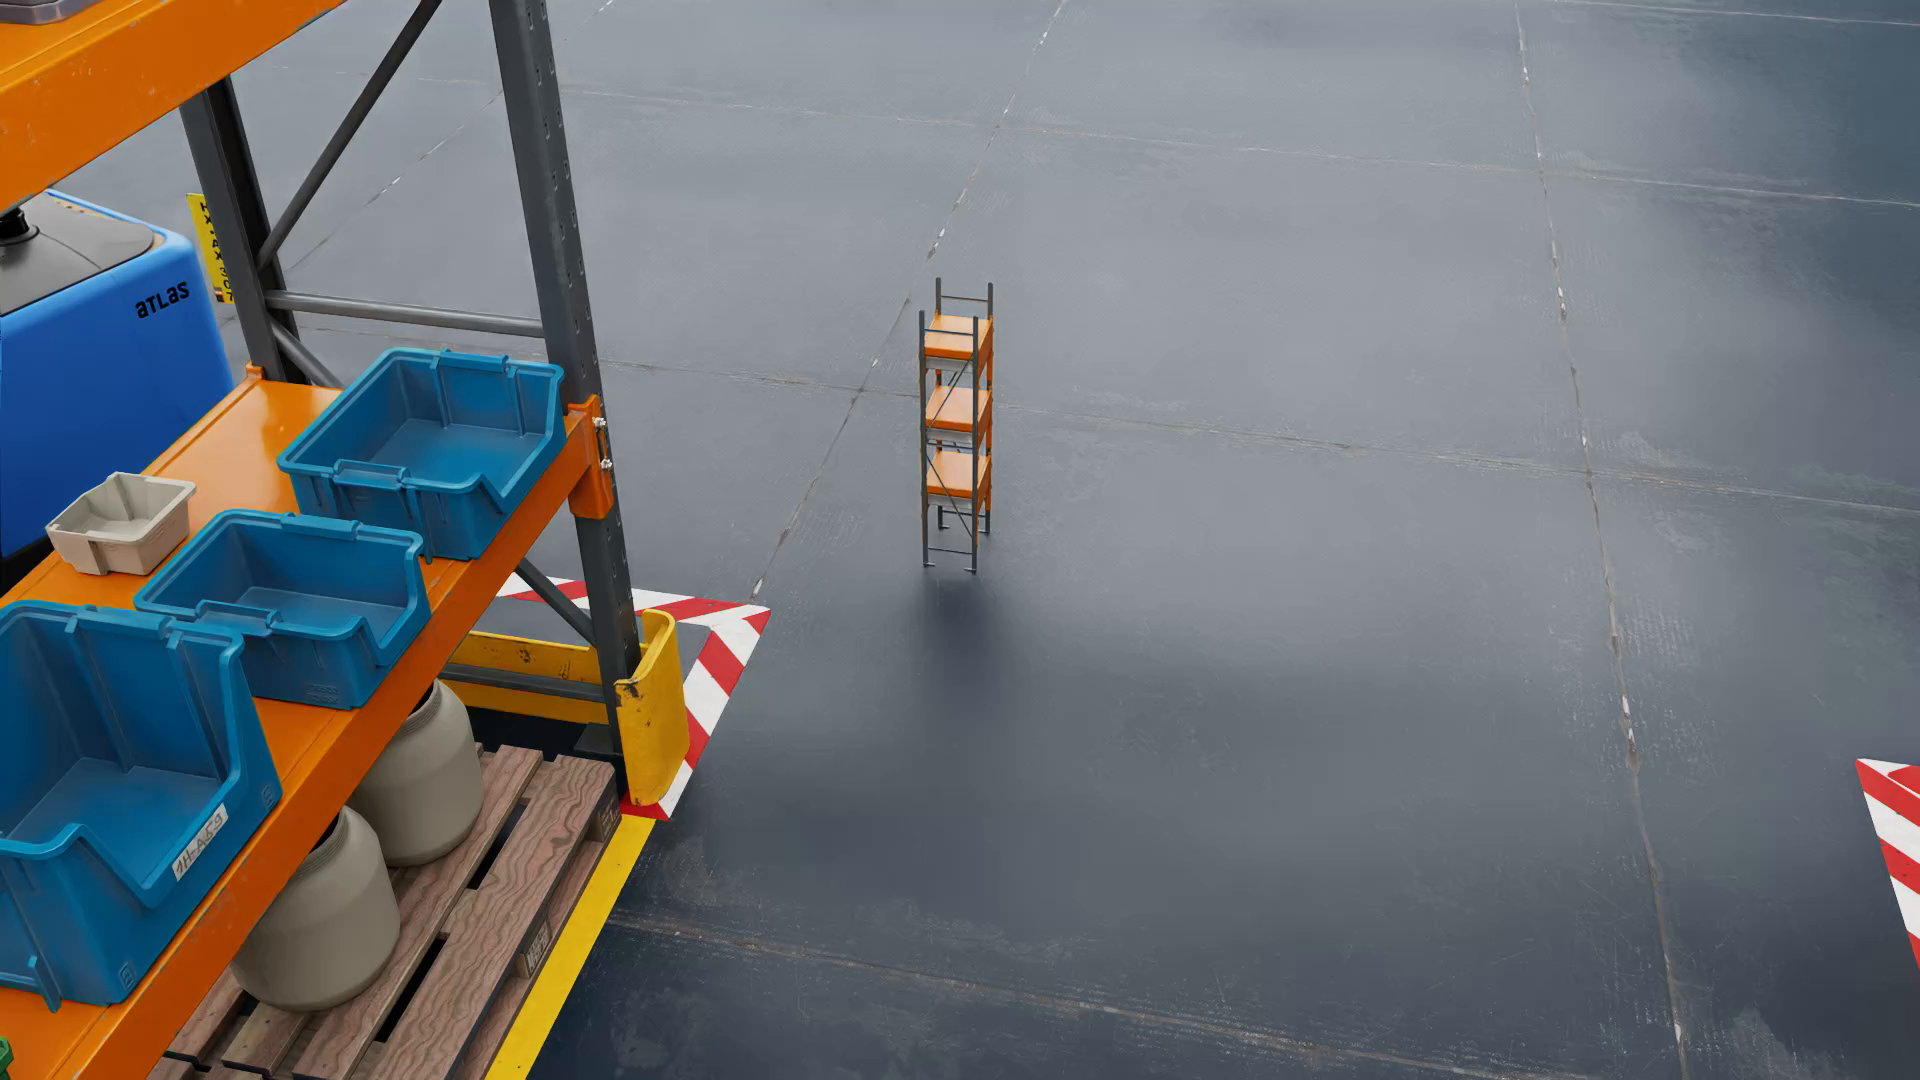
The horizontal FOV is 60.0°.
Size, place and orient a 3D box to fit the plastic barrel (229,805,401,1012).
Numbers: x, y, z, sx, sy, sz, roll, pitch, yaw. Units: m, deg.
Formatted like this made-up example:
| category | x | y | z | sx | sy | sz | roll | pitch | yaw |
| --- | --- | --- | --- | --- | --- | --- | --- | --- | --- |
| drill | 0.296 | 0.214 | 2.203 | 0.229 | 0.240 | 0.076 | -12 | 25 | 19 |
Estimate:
| category | x | y | z | sx | sy | sz | roll | pitch | yaw |
| --- | --- | --- | --- | --- | --- | --- | --- | --- | --- |
| plastic barrel | -1.665 | 0.903 | 4.210 | 0.421 | 0.512 | 0.421 | 0 | 36 | 0 |

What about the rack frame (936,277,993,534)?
| category | x | y | z | sx | sy | sz | roll | pitch | yaw |
| --- | --- | --- | --- | --- | --- | --- | --- | --- | --- |
| rack frame | 0.015 | -0.464 | 5.996 | 0.200 | 1.050 | 0.008 | 7 | 37 | 10 |

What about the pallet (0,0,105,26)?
| category | x | y | z | sx | sy | sz | roll | pitch | yaw |
| --- | --- | --- | --- | --- | --- | --- | --- | --- | --- |
| pallet | -1.764 | -1.285 | 3.071 | 1.003 | 0.211 | 1.213 | 7 | 37 | 10 |

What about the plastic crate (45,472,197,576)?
| category | x | y | z | sx | sy | sz | roll | pitch | yaw |
| --- | --- | --- | --- | --- | --- | --- | --- | --- | --- |
| plastic crate | -1.997 | -0.029 | 3.959 | 0.298 | 0.136 | 0.250 | 7 | 37 | 10 |

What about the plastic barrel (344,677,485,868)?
| category | x | y | z | sx | sy | sz | roll | pitch | yaw |
| --- | --- | --- | --- | --- | --- | --- | --- | --- | --- |
| plastic barrel | -1.558 | 0.616 | 4.607 | 0.421 | 0.512 | 0.421 | 0 | 36 | 0 |

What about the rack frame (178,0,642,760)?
| category | x | y | z | sx | sy | sz | roll | pitch | yaw |
| --- | --- | --- | --- | --- | --- | --- | --- | --- | --- |
| rack frame | -1.492 | -0.609 | 4.534 | 1.000 | 3.000 | 0.127 | 7 | 37 | 10 |

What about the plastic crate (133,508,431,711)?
| category | x | y | z | sx | sy | sz | roll | pitch | yaw |
| --- | --- | --- | --- | --- | --- | --- | --- | --- | --- |
| plastic crate | -1.451 | 0.148 | 3.617 | 0.499 | 0.251 | 0.408 | 7 | 37 | 10 |

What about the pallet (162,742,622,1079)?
| category | x | y | z | sx | sy | sz | roll | pitch | yaw |
| --- | --- | --- | --- | --- | --- | --- | --- | --- | --- |
| pallet | -1.641 | 1.035 | 4.642 | 1.003 | 0.211 | 1.213 | 7 | 37 | 10 |

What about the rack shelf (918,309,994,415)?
| category | x | y | z | sx | sy | sz | roll | pitch | yaw |
| --- | --- | --- | --- | --- | --- | --- | --- | --- | --- |
| rack shelf | -0.011 | -0.616 | 5.739 | 0.215 | 0.259 | 0.240 | 7 | 37 | 10 |

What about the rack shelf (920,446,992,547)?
| category | x | y | z | sx | sy | sz | roll | pitch | yaw |
| --- | --- | --- | --- | --- | --- | --- | --- | --- | --- |
| rack shelf | -0.011 | -0.161 | 6.069 | 0.215 | 0.259 | 0.240 | 7 | 37 | 10 |

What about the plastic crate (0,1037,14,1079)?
| category | x | y | z | sx | sy | sz | roll | pitch | yaw |
| --- | --- | --- | --- | --- | --- | --- | --- | --- | --- |
| plastic crate | -1.780 | 1.028 | 2.457 | 0.450 | 0.188 | 0.662 | 7 | 37 | 10 |

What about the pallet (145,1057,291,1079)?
| category | x | y | z | sx | sy | sz | roll | pitch | yaw |
| --- | --- | --- | --- | --- | --- | --- | --- | --- | --- |
| pallet | -1.904 | 1.732 | 3.680 | 1.003 | 0.211 | 1.213 | 7 | 37 | 10 |

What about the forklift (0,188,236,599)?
| category | x | y | z | sx | sy | sz | roll | pitch | yaw |
| --- | --- | --- | --- | --- | --- | --- | --- | --- | --- |
| forklift | -3.911 | -0.803 | 4.860 | 1.130 | 2.935 | 3.031 | 20 | 40 | 25 |

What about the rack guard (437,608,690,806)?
| category | x | y | z | sx | sy | sz | roll | pitch | yaw |
| --- | --- | --- | --- | --- | --- | --- | --- | --- | --- |
| rack guard | -1.462 | 0.453 | 5.199 | 1.175 | 0.500 | 0.348 | 7 | 37 | 10 |

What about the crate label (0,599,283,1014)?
| category | x | y | z | sx | sy | sz | roll | pitch | yaw |
| --- | --- | --- | --- | --- | --- | --- | --- | --- | --- |
| crate label | -1.621 | 0.466 | 3.021 | 0.502 | 0.435 | 0.616 | 7 | 37 | 10 |

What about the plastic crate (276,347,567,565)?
| category | x | y | z | sx | sy | sz | roll | pitch | yaw |
| --- | --- | --- | --- | --- | --- | --- | --- | --- | --- |
| plastic crate | -1.306 | -0.224 | 4.130 | 0.499 | 0.251 | 0.616 | 7 | 37 | 10 |

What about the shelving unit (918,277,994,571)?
| category | x | y | z | sx | sy | sz | roll | pitch | yaw |
| --- | --- | --- | --- | --- | --- | --- | --- | --- | --- |
| shelving unit | -0.011 | -0.394 | 5.900 | 0.215 | 1.050 | 0.252 | 7 | 37 | 10 |

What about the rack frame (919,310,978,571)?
| category | x | y | z | sx | sy | sz | roll | pitch | yaw |
| --- | --- | --- | --- | --- | --- | --- | --- | --- | --- |
| rack frame | -0.038 | -0.324 | 5.803 | 0.200 | 1.050 | 0.008 | 7 | 37 | 10 |

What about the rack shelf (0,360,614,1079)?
| category | x | y | z | sx | sy | sz | roll | pitch | yaw |
| --- | --- | --- | --- | --- | --- | --- | --- | --- | --- |
| rack shelf | -1.919 | 0.829 | 3.163 | 1.077 | 0.370 | 4.000 | 7 | 37 | 10 |

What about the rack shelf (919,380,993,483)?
| category | x | y | z | sx | sy | sz | roll | pitch | yaw |
| --- | --- | --- | --- | --- | --- | --- | --- | --- | --- |
| rack shelf | -0.011 | -0.386 | 5.906 | 0.215 | 0.259 | 0.240 | 7 | 37 | 10 |

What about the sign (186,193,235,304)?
| category | x | y | z | sx | sy | sz | roll | pitch | yaw |
| --- | --- | --- | --- | --- | --- | --- | --- | --- | --- |
| sign | -2.028 | -0.792 | 4.551 | 0.100 | 0.325 | 0.005 | 7 | 37 | 10 |
